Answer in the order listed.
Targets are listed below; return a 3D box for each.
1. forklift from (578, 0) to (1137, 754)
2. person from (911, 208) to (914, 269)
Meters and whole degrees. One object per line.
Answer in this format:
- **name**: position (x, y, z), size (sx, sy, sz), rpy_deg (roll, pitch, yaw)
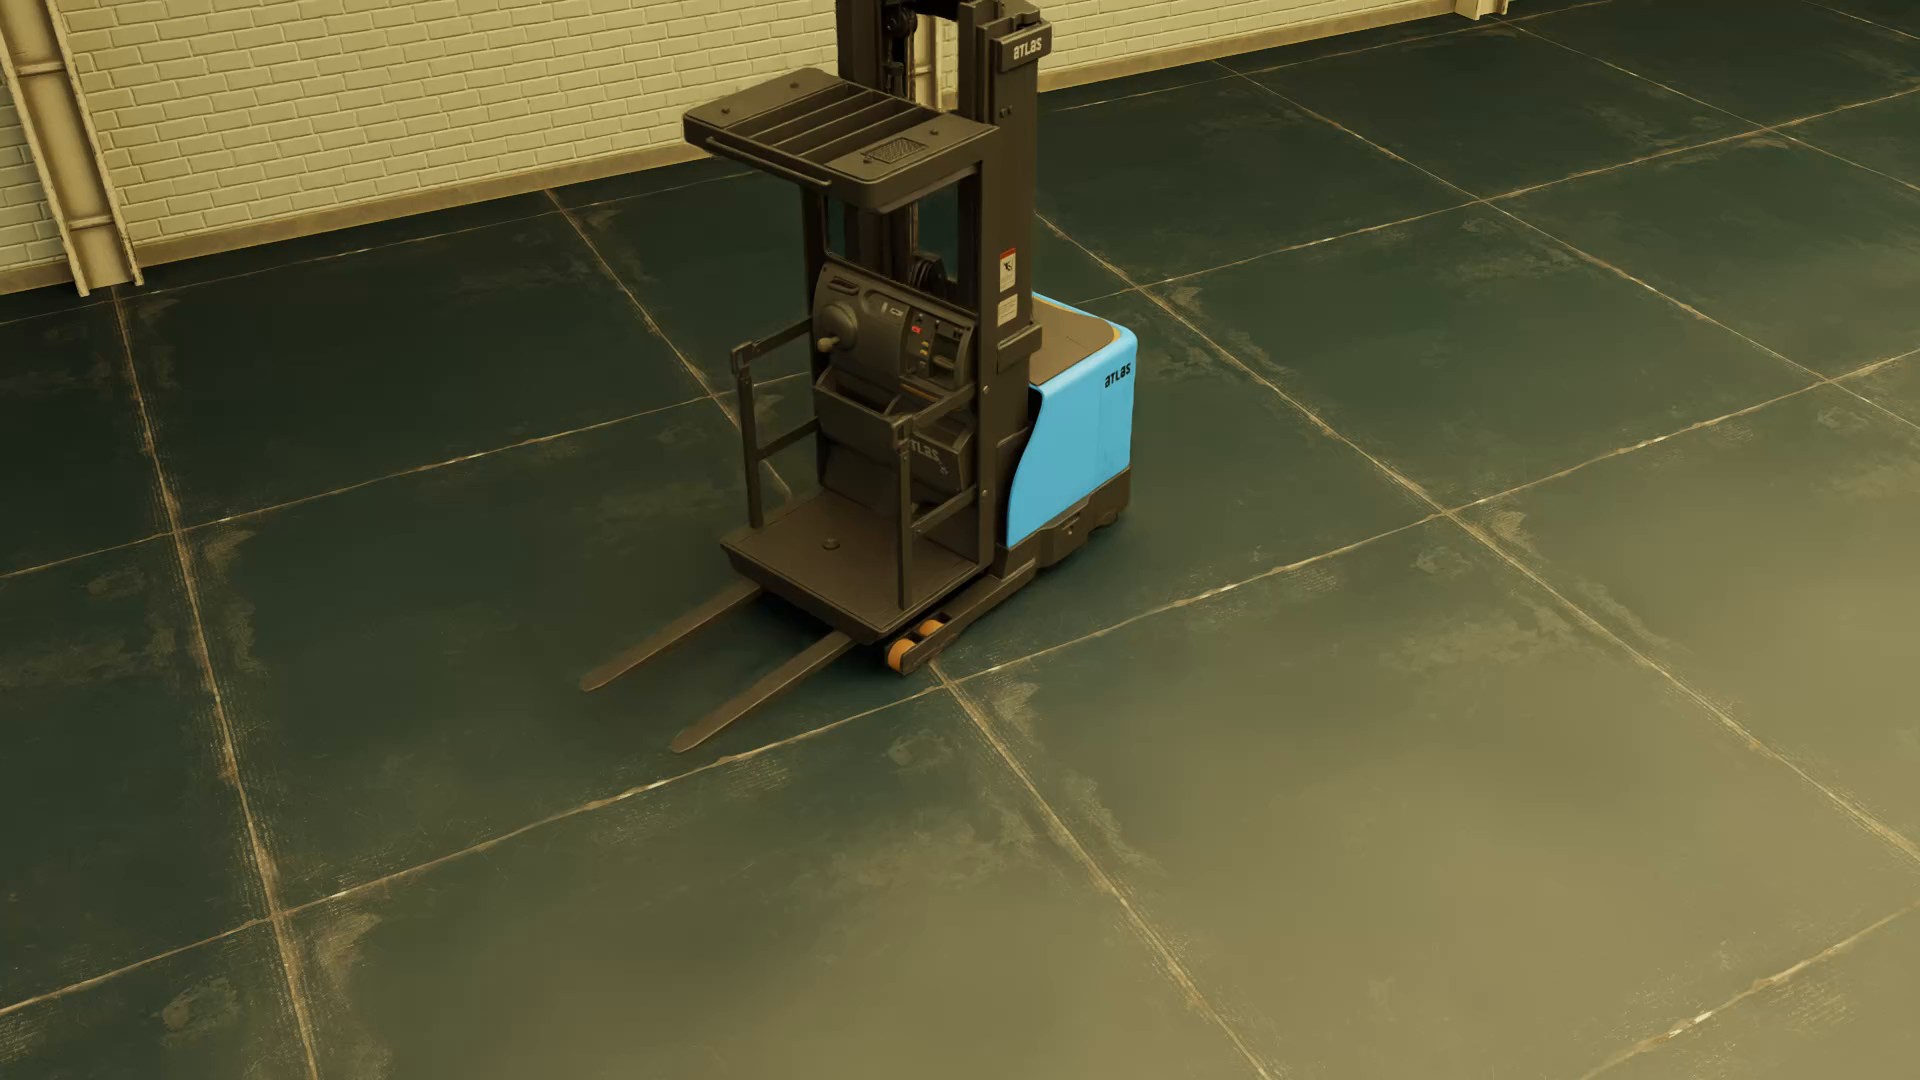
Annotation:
- **forklift**: position (-0.448, -0.899, 7.395), size (1.130, 2.935, 3.031), rpy_deg (27, 43, 32)
- **person**: position (-0.340, -1.498, 9.347), size (0.456, 1.666, 0.648), rpy_deg (-12, 37, -17)
